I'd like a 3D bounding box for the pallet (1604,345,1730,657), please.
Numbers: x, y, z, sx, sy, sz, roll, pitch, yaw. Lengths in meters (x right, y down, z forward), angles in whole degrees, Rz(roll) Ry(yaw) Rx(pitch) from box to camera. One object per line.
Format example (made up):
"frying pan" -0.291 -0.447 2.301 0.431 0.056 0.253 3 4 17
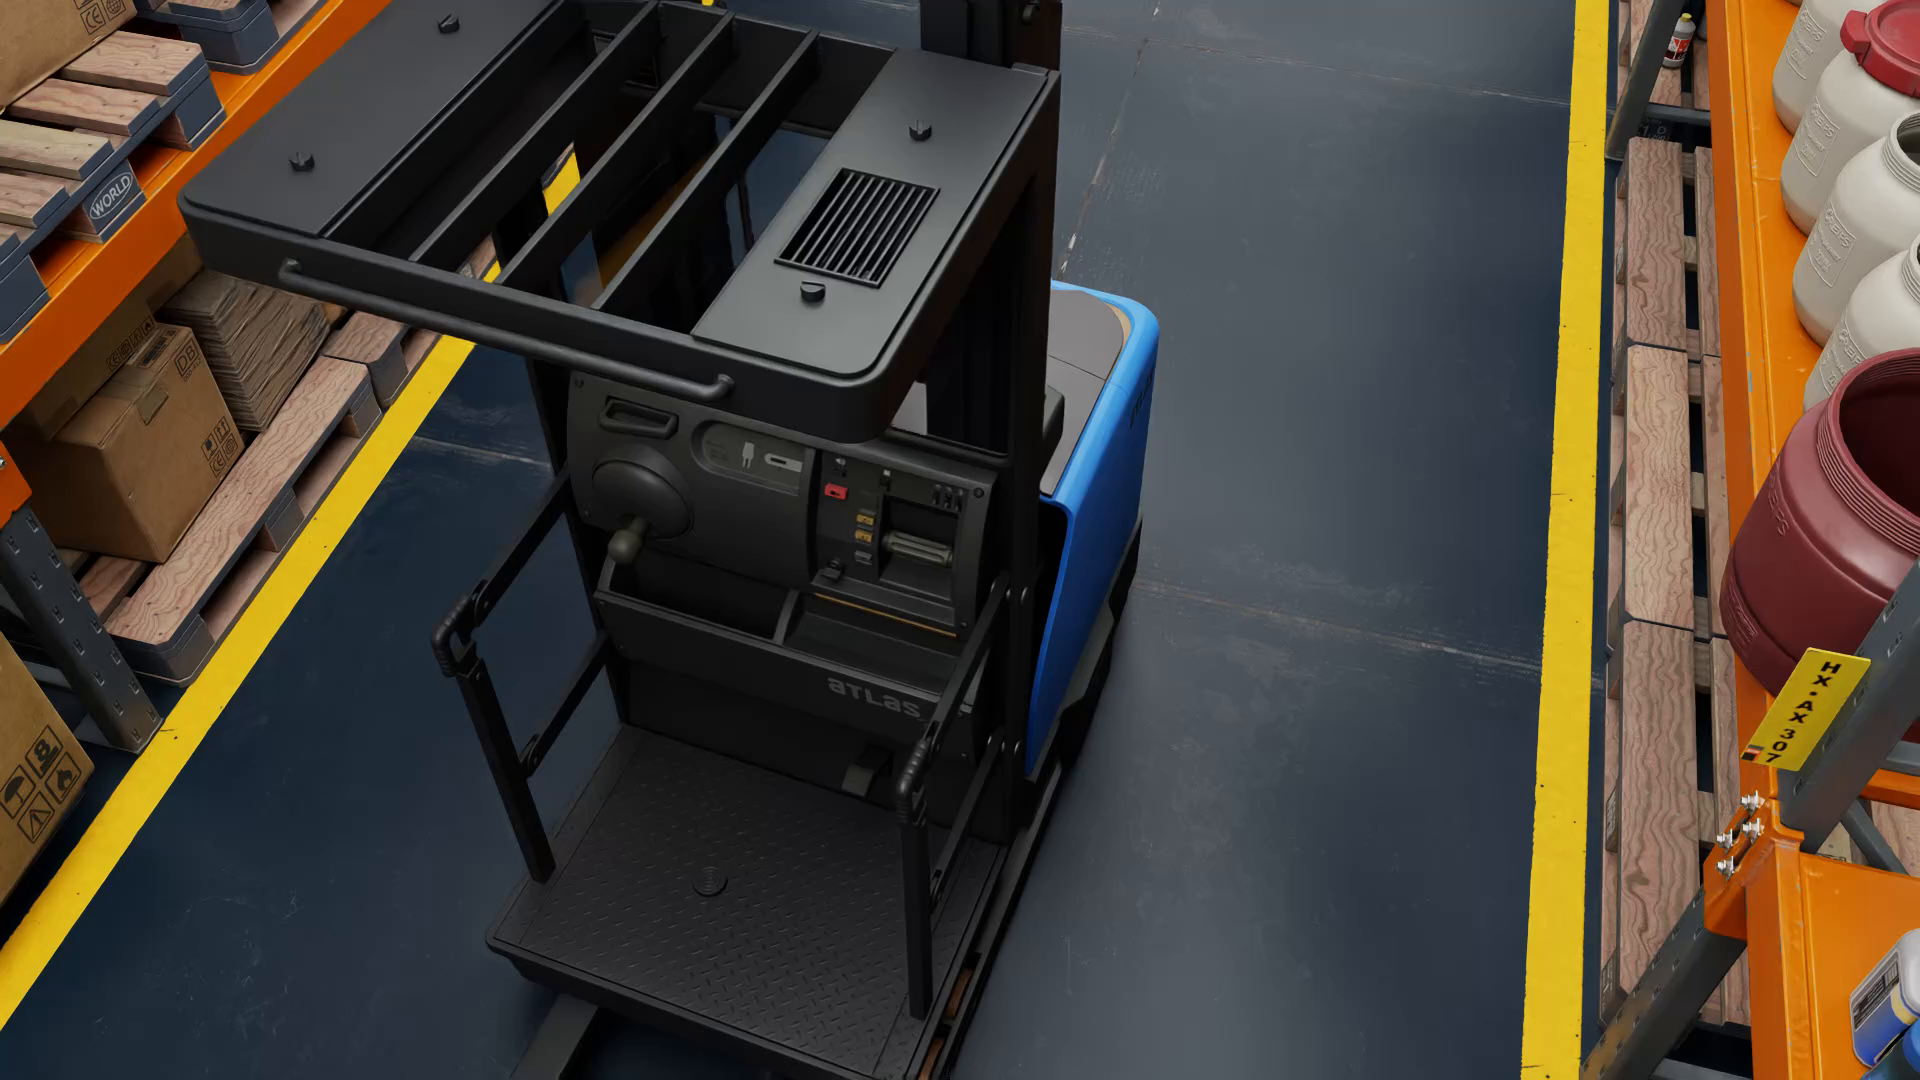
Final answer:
"pallet" 2.556 -0.055 5.157 1.003 0.211 1.213 12 50 10

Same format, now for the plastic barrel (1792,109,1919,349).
"plastic barrel" 2.167 -0.673 3.769 0.421 0.512 0.421 0 49 0

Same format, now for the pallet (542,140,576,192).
"pallet" -1.938 -1.930 6.812 1.003 0.211 1.213 12 50 10

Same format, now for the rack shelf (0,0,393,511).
"rack shelf" -2.261 -1.731 5.257 1.077 0.370 4.000 12 50 10

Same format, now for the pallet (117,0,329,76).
"pallet" -2.305 -1.899 5.053 1.003 0.211 1.213 12 50 10

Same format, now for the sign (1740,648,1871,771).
"sign" 1.459 0.297 2.878 0.100 0.325 0.005 12 50 10

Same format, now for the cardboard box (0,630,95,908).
"cardboard box" -2.989 0.537 3.913 1.225 0.875 0.875 9 49 8

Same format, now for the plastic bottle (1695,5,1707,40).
"plastic bottle" 3.075 -2.202 6.666 0.144 0.351 0.185 12 50 10

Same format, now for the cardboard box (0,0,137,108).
"cardboard box" -2.633 -1.516 4.241 0.700 0.500 0.500 18 51 16

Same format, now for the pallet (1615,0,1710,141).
"pallet" 3.261 -1.993 6.868 1.003 0.211 1.213 12 50 10

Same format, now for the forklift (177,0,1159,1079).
"forklift" -0.457 0.027 3.271 1.130 2.935 3.031 16 50 14

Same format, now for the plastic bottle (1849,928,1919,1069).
"plastic bottle" 1.566 0.745 2.674 0.152 0.276 0.135 12 50 10

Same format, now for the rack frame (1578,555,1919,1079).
"rack frame" 1.991 0.455 2.848 1.000 3.000 0.127 12 50 10

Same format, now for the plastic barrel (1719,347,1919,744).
"plastic barrel" 1.821 0.015 3.146 0.600 0.536 0.708 12 50 10

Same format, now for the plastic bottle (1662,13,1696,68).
"plastic bottle" 2.839 -1.982 6.571 0.097 0.201 0.097 0 49 0

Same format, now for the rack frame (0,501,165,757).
"rack frame" -2.787 -0.522 3.710 1.000 3.000 0.127 12 50 10

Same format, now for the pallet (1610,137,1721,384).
"pallet" 2.875 -0.940 5.939 1.003 0.211 1.213 12 50 10

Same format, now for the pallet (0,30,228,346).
"pallet" -2.702 -0.995 4.256 1.213 0.211 1.003 12 50 10

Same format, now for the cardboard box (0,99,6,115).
"cardboard box" -2.683 -1.093 3.867 0.500 0.500 0.500 6 49 5

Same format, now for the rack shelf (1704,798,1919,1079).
"rack shelf" 1.465 2.140 1.841 1.077 0.370 4.000 12 50 10

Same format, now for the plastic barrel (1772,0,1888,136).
"plastic barrel" 2.388 -1.304 4.309 0.433 0.535 0.433 0 49 0

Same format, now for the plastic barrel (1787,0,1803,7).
"plastic barrel" 2.581 -1.835 4.778 0.433 0.535 0.433 0 49 0

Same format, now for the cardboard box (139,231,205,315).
"cardboard box" -2.510 -0.965 4.975 0.500 0.250 0.500 17 51 14

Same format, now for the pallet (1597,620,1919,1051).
"pallet" 2.233 0.825 4.381 1.003 0.211 1.213 12 50 10

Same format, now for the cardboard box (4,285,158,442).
"cardboard box" -2.640 -0.580 4.634 0.500 0.250 0.500 13 50 12

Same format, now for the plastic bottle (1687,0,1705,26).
"plastic bottle" 2.936 -2.230 6.691 0.144 0.351 0.185 10 49 9

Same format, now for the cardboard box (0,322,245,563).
"cardboard box" -2.630 -0.329 4.914 0.700 0.500 0.500 9 49 8

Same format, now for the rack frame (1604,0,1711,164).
"rack frame" 3.044 -2.438 5.401 1.000 3.000 0.127 12 50 10

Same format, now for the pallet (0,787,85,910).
"pallet" -3.067 0.956 4.266 1.003 0.211 1.213 12 50 10

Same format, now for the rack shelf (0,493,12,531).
"rack shelf" -3.313 1.162 2.703 1.077 0.370 4.000 12 50 10

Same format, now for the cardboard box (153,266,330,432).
"cardboard box" -2.496 -0.733 5.270 0.700 0.500 0.500 8 49 7

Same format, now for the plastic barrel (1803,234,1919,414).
"plastic barrel" 2.056 -0.368 3.500 0.421 0.512 0.421 0 49 0

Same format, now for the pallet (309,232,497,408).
"pallet" -2.257 -1.044 6.031 1.003 0.211 1.213 12 50 10

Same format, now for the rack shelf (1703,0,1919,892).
"rack shelf" 2.518 -0.754 4.394 1.077 0.370 4.000 12 50 10

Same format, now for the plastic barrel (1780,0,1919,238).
"plastic barrel" 2.274 -0.991 4.033 0.433 0.535 0.433 0 49 0

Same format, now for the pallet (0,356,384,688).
"pallet" -2.580 -0.165 5.255 1.003 0.211 1.213 12 50 10

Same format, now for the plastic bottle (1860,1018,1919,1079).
"plastic bottle" 1.509 0.825 2.607 0.097 0.271 0.097 0 49 0

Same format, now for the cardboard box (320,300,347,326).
"cardboard box" -2.354 -1.145 5.633 0.700 0.500 0.500 15 50 13

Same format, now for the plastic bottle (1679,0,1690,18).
"plastic bottle" 2.853 -2.098 6.619 0.061 0.283 0.133 14 50 12
